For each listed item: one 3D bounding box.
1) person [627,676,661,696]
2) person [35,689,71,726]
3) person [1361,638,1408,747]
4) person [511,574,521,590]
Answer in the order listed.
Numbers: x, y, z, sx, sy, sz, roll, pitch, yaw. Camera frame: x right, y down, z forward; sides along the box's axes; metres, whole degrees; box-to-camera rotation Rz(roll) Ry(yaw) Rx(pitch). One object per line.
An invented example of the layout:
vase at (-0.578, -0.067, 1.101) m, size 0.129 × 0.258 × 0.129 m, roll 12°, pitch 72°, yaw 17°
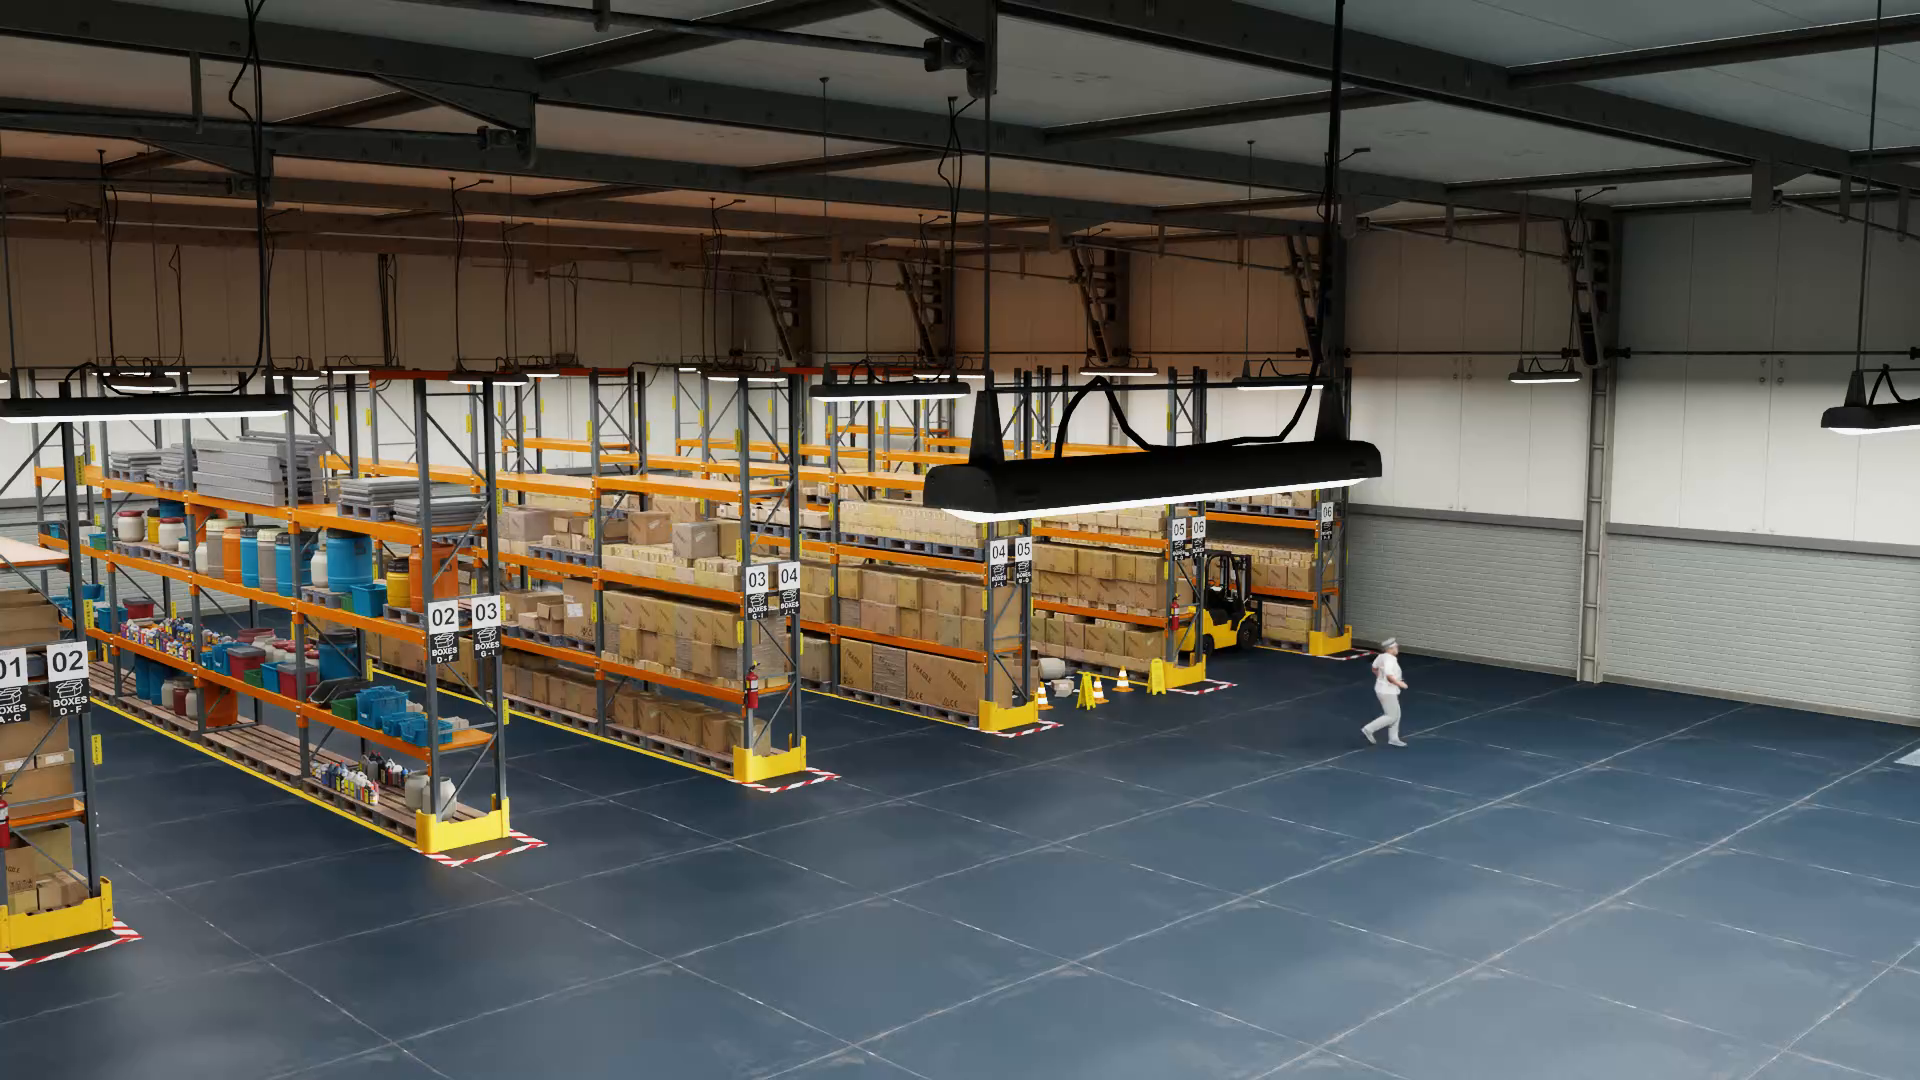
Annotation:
person at (-5.749, 2.020, 30.636) m, size 0.821 × 1.769 × 0.637 m, roll 6°, pitch 8°, yaw 40°
person at (-14.061, 2.553, 25.995) m, size 0.811 × 1.750 × 0.623 m, roll 5°, pitch 8°, yaw 35°
person at (6.835, 2.450, 26.731) m, size 0.794 × 1.786 × 0.689 m, roll 0°, pitch 6°, yaw -1°
person at (-10.880, 0.842, 41.050) m, size 0.555 × 1.703 × 0.761 m, roll 0°, pitch 6°, yaw 4°
